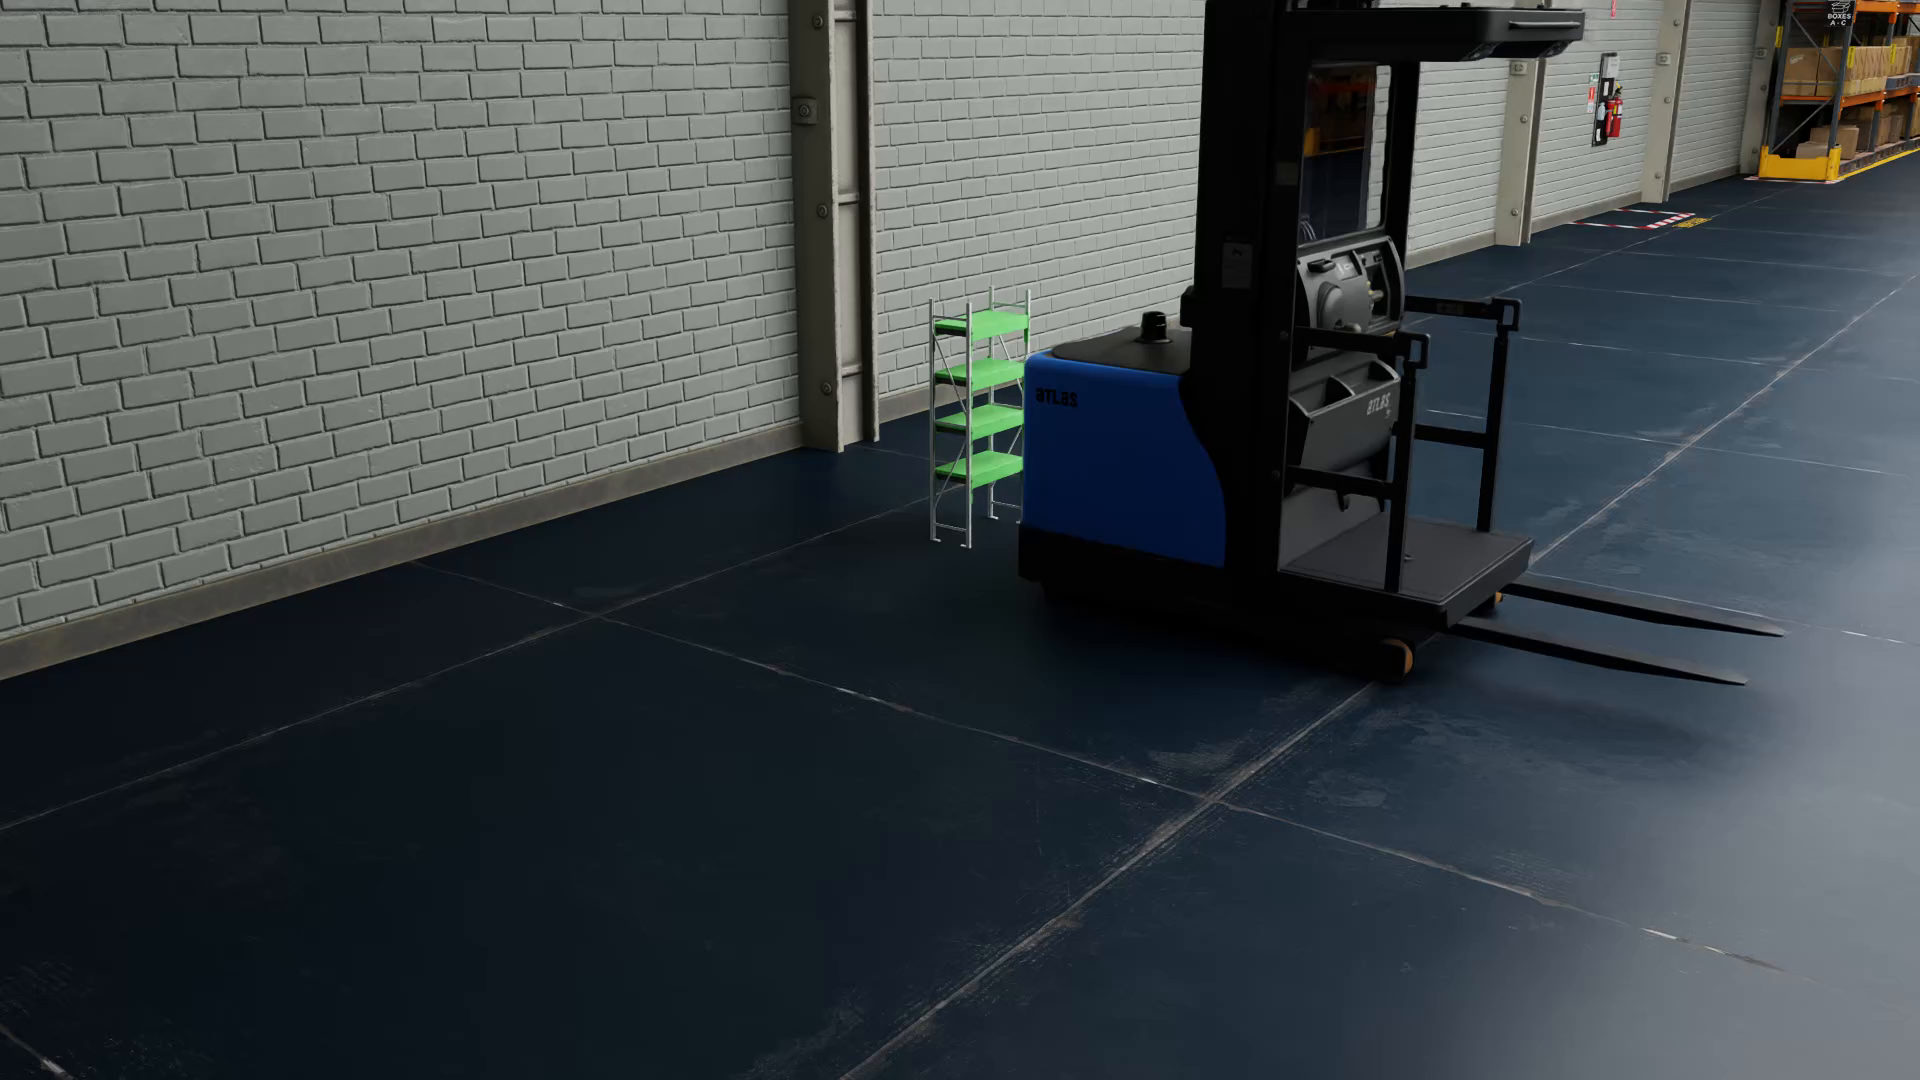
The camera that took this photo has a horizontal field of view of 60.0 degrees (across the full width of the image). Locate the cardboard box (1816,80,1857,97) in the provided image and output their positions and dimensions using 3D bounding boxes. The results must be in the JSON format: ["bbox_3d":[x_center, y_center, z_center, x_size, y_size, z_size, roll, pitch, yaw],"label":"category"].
[{"bbox_3d":[14.390,-7.423,27.308,0.500,0.250,0.500,12,21,33],"label":"cardboard box"}]

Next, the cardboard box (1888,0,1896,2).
[{"bbox_3d":[16.124,-9.703,29.171,0.500,0.500,0.500,13,22,36],"label":"cardboard box"}]

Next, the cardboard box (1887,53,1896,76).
[{"bbox_3d":[16.897,-8.883,30.879,0.700,0.500,0.500,15,23,40],"label":"cardboard box"}]

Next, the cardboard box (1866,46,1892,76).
[{"bbox_3d":[16.195,-8.506,29.533,0.500,0.500,0.500,12,21,35],"label":"cardboard box"}]

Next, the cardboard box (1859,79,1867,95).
[{"bbox_3d":[14.997,-7.669,28.102,0.500,0.250,0.500,12,21,34],"label":"cardboard box"}]

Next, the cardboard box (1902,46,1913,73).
[{"bbox_3d":[18.339,-9.474,32.785,0.700,0.500,0.500,10,20,28],"label":"cardboard box"}]

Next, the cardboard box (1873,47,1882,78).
[{"bbox_3d":[15.593,-8.269,28.767,0.500,0.500,0.500,12,21,33],"label":"cardboard box"}]

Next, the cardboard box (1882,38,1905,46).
[{"bbox_3d":[18.250,-9.731,32.518,0.380,0.149,0.250,9,19,26],"label":"cardboard box"}]

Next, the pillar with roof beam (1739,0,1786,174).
[{"bbox_3d":[17.024,-9.849,24.785,9.100,9.000,0.400,12,21,35],"label":"pillar with roof beam"}]

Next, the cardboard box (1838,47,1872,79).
[{"bbox_3d":[14.986,-8.019,27.965,0.500,0.500,0.500,12,21,33],"label":"cardboard box"}]

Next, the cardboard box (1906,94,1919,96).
[{"bbox_3d":[20.185,-9.067,35.300,0.750,0.750,0.750,13,22,36],"label":"cardboard box"}]

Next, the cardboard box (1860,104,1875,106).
[{"bbox_3d":[17.220,-8.160,31.673,0.500,0.250,0.500,12,21,33],"label":"cardboard box"}]

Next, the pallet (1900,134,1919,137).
[{"bbox_3d":[19.869,-8.462,35.138,1.003,0.211,1.213,12,21,35],"label":"pallet"}]

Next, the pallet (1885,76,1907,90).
[{"bbox_3d":[16.800,-8.442,30.695,1.003,0.211,1.213,12,21,35],"label":"pallet"}]

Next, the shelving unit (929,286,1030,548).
[{"bbox_3d":[0.099,-0.612,8.193,0.258,1.200,0.503,12,21,35],"label":"shelving unit"}]

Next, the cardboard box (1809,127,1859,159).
[{"bbox_3d":[15.146,-6.892,28.852,0.700,0.500,0.500,11,20,31],"label":"cardboard box"}]

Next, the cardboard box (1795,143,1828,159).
[{"bbox_3d":[14.329,-6.500,27.909,0.500,0.311,0.500,10,20,29],"label":"cardboard box"}]

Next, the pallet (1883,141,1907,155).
[{"bbox_3d":[18.145,-7.813,33.046,1.003,0.211,1.213,12,21,35],"label":"pallet"}]

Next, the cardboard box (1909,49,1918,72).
[{"bbox_3d":[19.106,-9.600,33.396,0.500,0.500,0.500,13,22,36],"label":"cardboard box"}]

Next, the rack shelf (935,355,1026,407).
[{"bbox_3d":[0.099,-0.781,8.141,0.258,0.148,0.480,12,21,35],"label":"rack shelf"}]

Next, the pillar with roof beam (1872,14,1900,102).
[{"bbox_3d":[24.174,-12.707,33.989,9.100,9.000,0.400,12,21,35],"label":"pillar with roof beam"}]

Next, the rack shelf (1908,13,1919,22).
[{"bbox_3d":[22.186,-11.848,37.495,1.077,0.370,4.000,12,21,35],"label":"rack shelf"}]

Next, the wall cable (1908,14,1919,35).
[{"bbox_3d":[23.381,-12.193,40.737,0.084,1.984,1.851,12,21,35],"label":"wall cable"}]

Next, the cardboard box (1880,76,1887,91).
[{"bbox_3d":[16.189,-8.149,29.647,0.500,0.250,0.500,12,21,35],"label":"cardboard box"}]

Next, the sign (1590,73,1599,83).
[{"bbox_3d":[8.087,-5.890,21.198,0.001,0.109,0.331,12,21,35],"label":"sign"}]

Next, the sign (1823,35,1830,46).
[{"bbox_3d":[15.780,-9.028,30.305,0.100,0.325,0.005,12,21,35],"label":"sign"}]

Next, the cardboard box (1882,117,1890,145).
[{"bbox_3d":[17.551,-7.941,32.229,0.700,0.500,0.500,12,21,34],"label":"cardboard box"}]

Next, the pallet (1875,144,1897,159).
[{"bbox_3d":[17.417,-7.523,32.115,1.003,0.211,1.213,12,21,35],"label":"pallet"}]

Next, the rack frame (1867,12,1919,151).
[{"bbox_3d":[18.611,-9.330,33.231,1.000,3.000,0.127,12,21,35],"label":"rack frame"}]

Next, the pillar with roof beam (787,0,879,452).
[{"bbox_3d":[2.724,-4.133,6.378,9.100,9.000,0.400,12,21,35],"label":"pillar with roof beam"}]

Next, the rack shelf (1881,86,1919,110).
[{"bbox_3d":[17.420,-8.510,31.804,1.077,0.370,4.000,12,21,35],"label":"rack shelf"}]

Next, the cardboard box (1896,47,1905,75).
[{"bbox_3d":[17.615,-9.174,31.817,0.700,0.500,0.500,12,21,35],"label":"cardboard box"}]

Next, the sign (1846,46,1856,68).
[{"bbox_3d":[14.280,-7.743,26.659,0.100,0.325,0.005,12,21,35],"label":"sign"}]

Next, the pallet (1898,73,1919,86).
[{"bbox_3d":[18.272,-9.050,32.653,1.213,0.211,1.003,12,21,35],"label":"pallet"}]

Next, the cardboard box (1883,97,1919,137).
[{"bbox_3d":[19.155,-8.656,33.977,0.750,0.750,0.750,12,21,34],"label":"cardboard box"}]

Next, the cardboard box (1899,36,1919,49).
[{"bbox_3d":[19.106,-9.957,33.282,0.500,0.250,0.500,13,22,36],"label":"cardboard box"}]

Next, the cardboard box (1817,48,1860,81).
[{"bbox_3d":[14.370,-7.782,27.199,0.500,0.500,0.500,12,21,35],"label":"cardboard box"}]

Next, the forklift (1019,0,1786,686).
[{"bbox_3d":[1.750,-1.026,6.607,3.031,2.935,1.130,12,21,35],"label":"forklift"}]

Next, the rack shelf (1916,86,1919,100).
[{"bbox_3d":[19.803,-9.463,34.872,1.077,0.370,4.000,12,21,35],"label":"rack shelf"}]

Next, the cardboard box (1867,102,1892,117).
[{"bbox_3d":[17.834,-8.399,32.442,0.500,0.250,0.500,13,21,36],"label":"cardboard box"}]

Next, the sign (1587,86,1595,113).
[{"bbox_3d":[8.077,-5.637,21.278,0.001,0.329,0.234,12,21,35],"label":"sign"}]

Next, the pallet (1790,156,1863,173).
[{"bbox_3d":[15.130,-6.588,29.102,1.003,0.211,1.213,12,21,35],"label":"pallet"}]

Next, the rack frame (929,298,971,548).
[{"bbox_3d":[-0.047,-0.554,8.006,0.240,1.200,0.015,12,21,35],"label":"rack frame"}]

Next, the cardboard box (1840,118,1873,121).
[{"bbox_3d":[16.921,-7.704,31.468,0.700,0.500,0.500,12,21,34],"label":"cardboard box"}]

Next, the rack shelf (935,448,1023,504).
[{"bbox_3d":[0.099,-0.322,8.283,0.258,0.148,0.480,12,21,35],"label":"rack shelf"}]

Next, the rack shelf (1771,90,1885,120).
[{"bbox_3d":[15.036,-7.558,28.736,1.077,0.370,4.000,12,21,35],"label":"rack shelf"}]

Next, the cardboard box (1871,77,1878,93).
[{"bbox_3d":[15.598,-7.909,28.875,0.500,0.250,0.500,12,21,34],"label":"cardboard box"}]

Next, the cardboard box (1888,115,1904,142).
[{"bbox_3d":[18.224,-8.166,32.955,0.700,0.500,0.500,13,21,35],"label":"cardboard box"}]
